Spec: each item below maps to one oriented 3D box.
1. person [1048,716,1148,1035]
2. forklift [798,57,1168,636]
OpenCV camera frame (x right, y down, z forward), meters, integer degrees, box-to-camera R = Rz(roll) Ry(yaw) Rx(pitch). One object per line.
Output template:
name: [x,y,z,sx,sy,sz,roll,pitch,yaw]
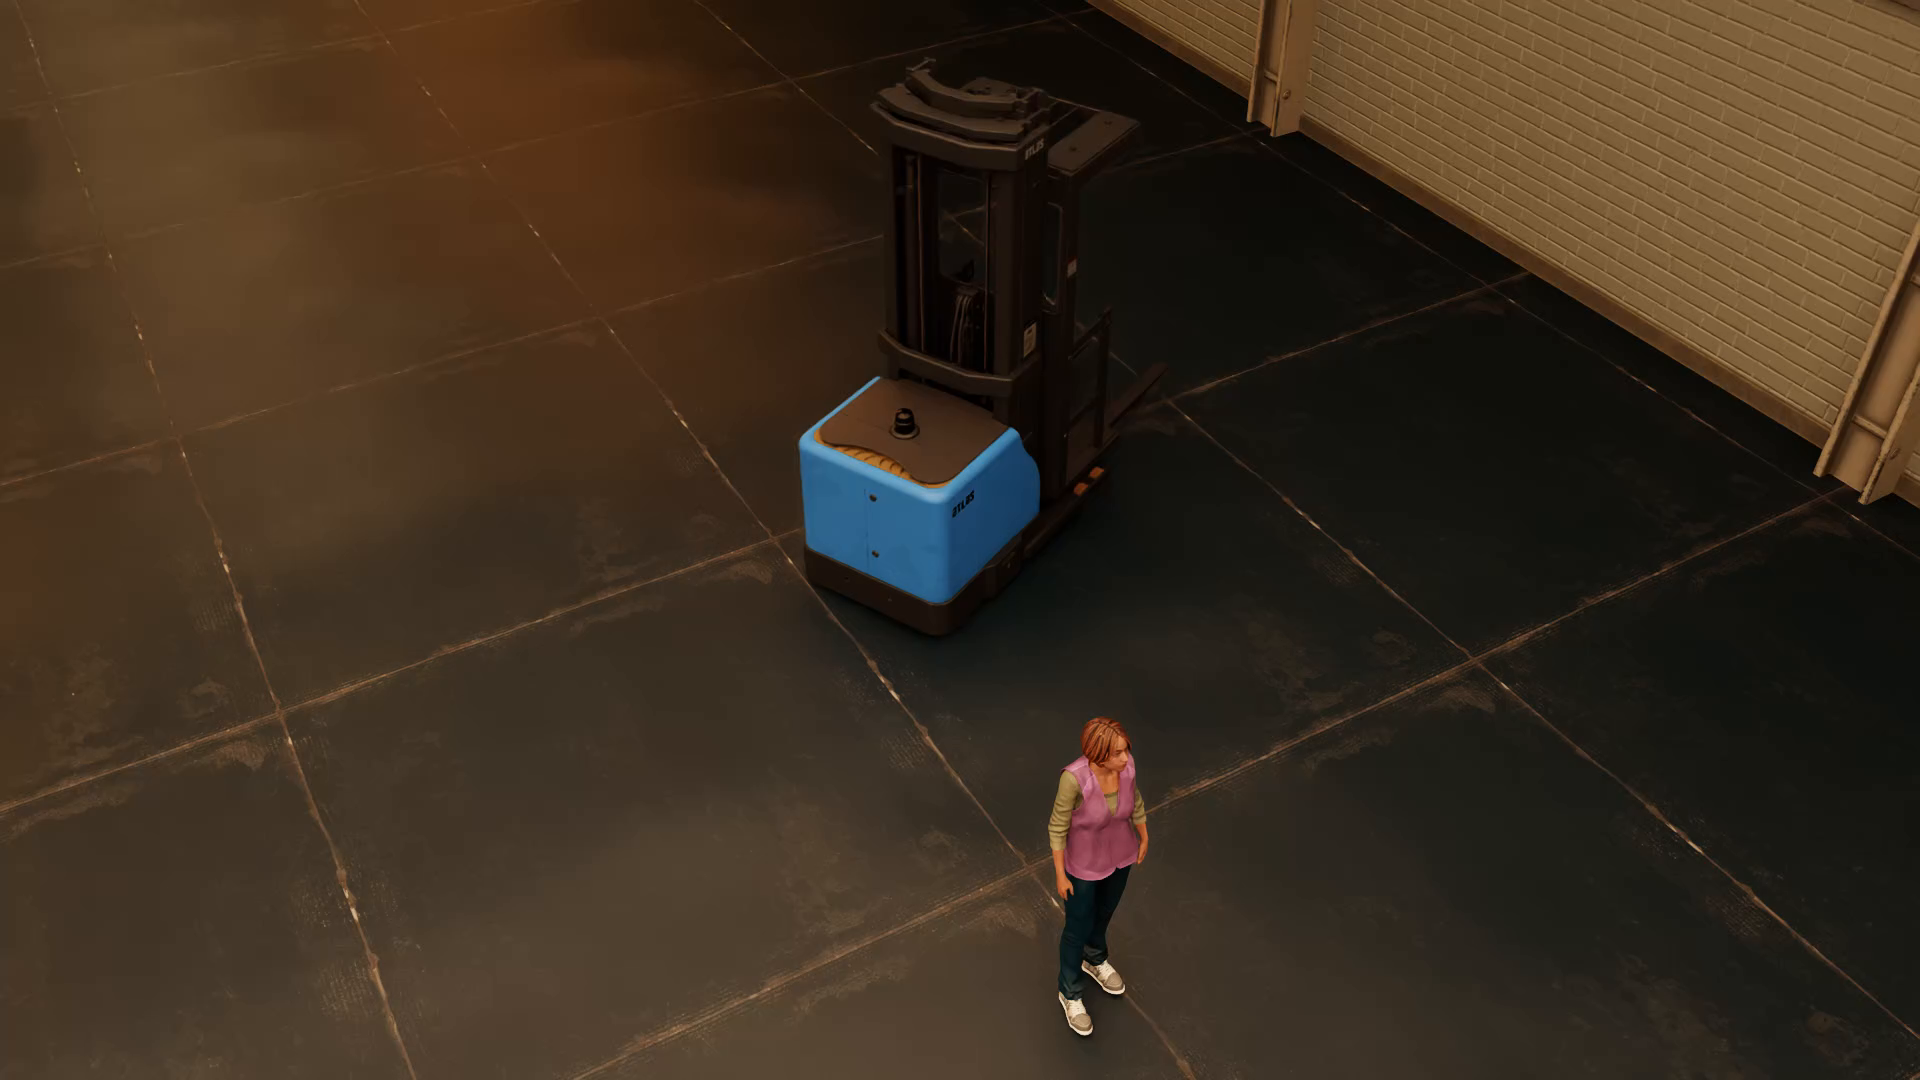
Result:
person: [0.644,1.454,7.317,0.520,1.600,0.472,-22,45,-24]
forklift: [0.309,-1.483,9.824,1.130,2.935,3.031,23,45,25]
